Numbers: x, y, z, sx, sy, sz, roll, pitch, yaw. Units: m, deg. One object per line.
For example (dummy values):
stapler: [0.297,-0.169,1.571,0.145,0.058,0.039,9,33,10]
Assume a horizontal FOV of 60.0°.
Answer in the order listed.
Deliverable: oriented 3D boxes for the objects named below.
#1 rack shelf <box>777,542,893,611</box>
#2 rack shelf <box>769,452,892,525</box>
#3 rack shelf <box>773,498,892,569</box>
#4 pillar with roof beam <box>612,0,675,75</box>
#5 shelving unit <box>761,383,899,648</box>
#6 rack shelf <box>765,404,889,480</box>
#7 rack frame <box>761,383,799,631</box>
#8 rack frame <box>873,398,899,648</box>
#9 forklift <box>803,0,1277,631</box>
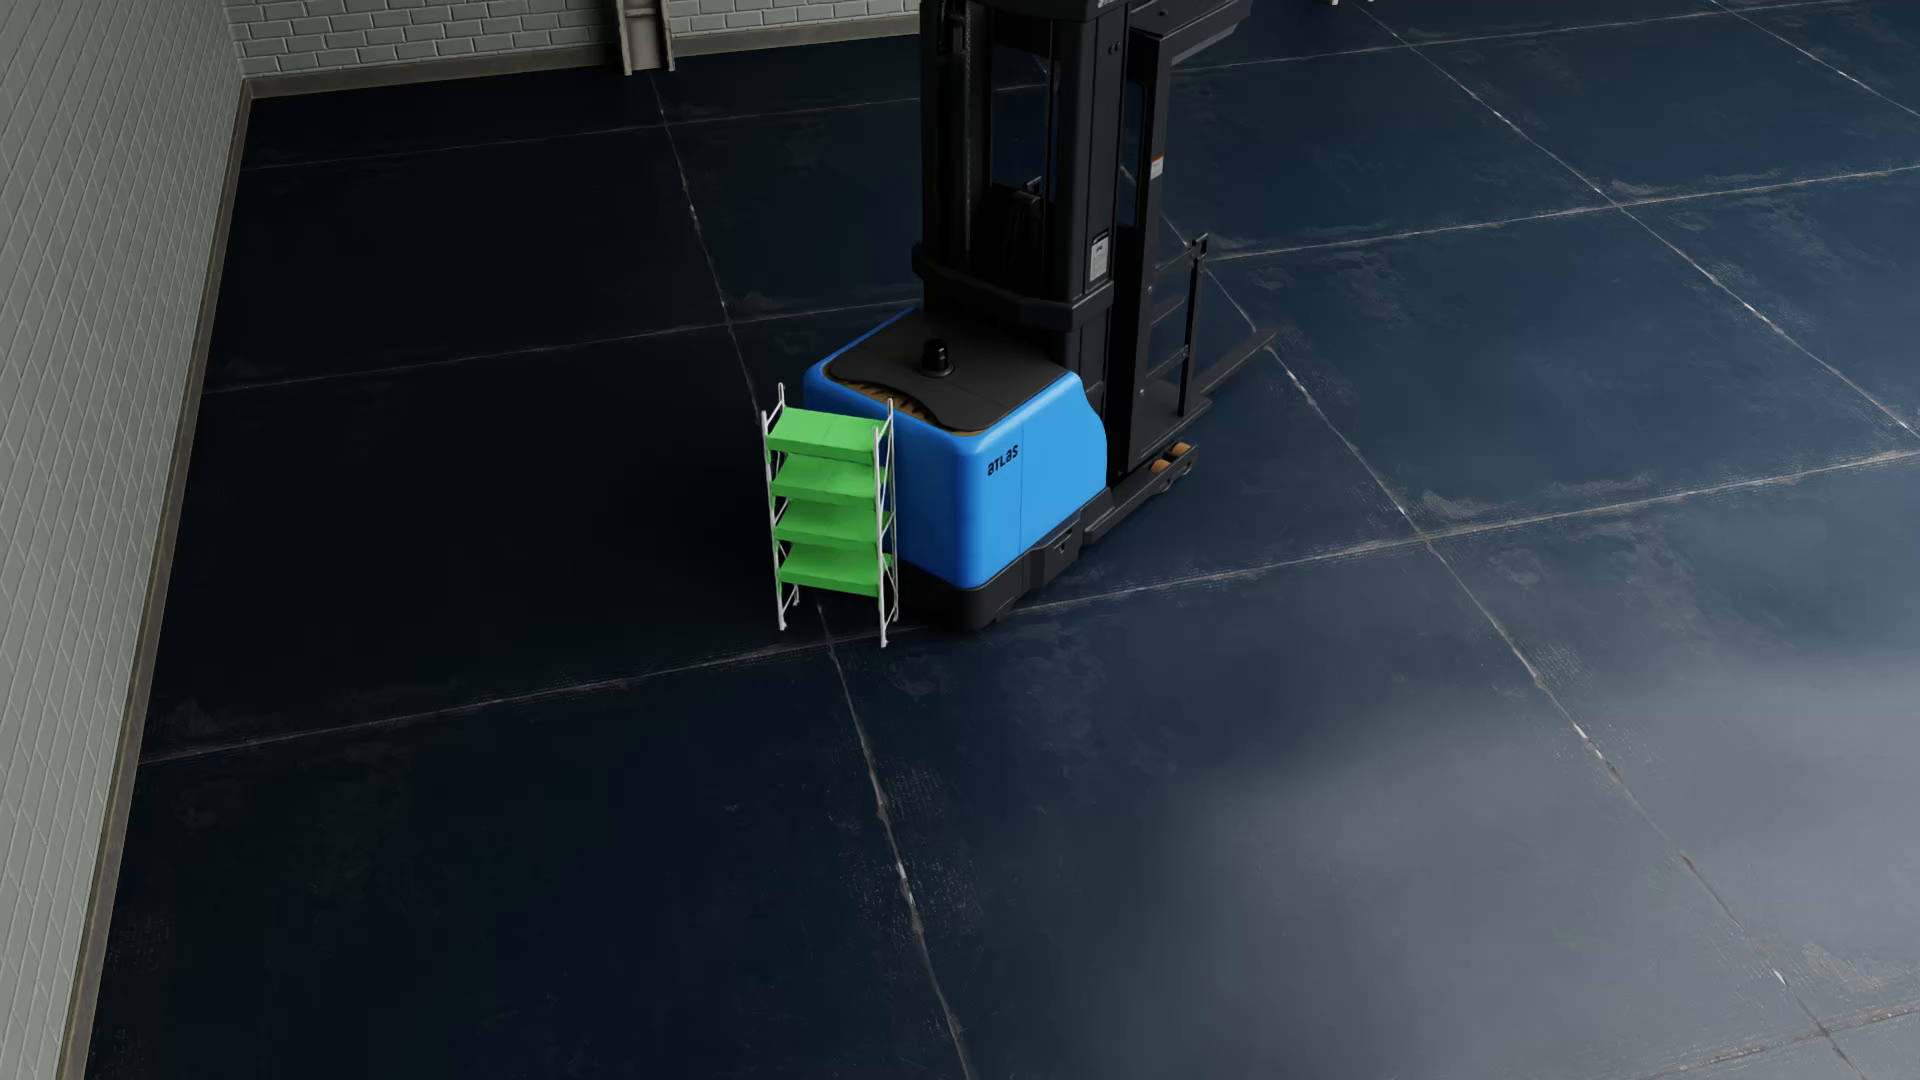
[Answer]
rack shelf: [-0.560,0.151,7.544,0.480,0.148,0.258,9,38,11]
rack shelf: [-0.560,-0.230,7.253,0.480,0.148,0.258,9,38,11]
rack shelf: [-0.560,-0.039,7.398,0.480,0.148,0.258,9,38,11]
pillar with roof beam: [-1.343,-4.792,7.087,0.400,9.000,9.100,-9,38,-12]
shelving unit: [-0.560,-0.090,7.360,0.503,1.200,0.258,9,38,11]
rack shelf: [-0.560,-0.421,7.107,0.480,0.148,0.258,9,38,11]
rack frame: [-0.796,-0.126,7.407,0.015,1.200,0.240,9,38,11]
rack frame: [-0.323,-0.054,7.312,0.015,1.200,0.240,9,38,11]
forklift: [0.589,-1.582,7.886,1.130,2.935,3.031,26,44,30]
